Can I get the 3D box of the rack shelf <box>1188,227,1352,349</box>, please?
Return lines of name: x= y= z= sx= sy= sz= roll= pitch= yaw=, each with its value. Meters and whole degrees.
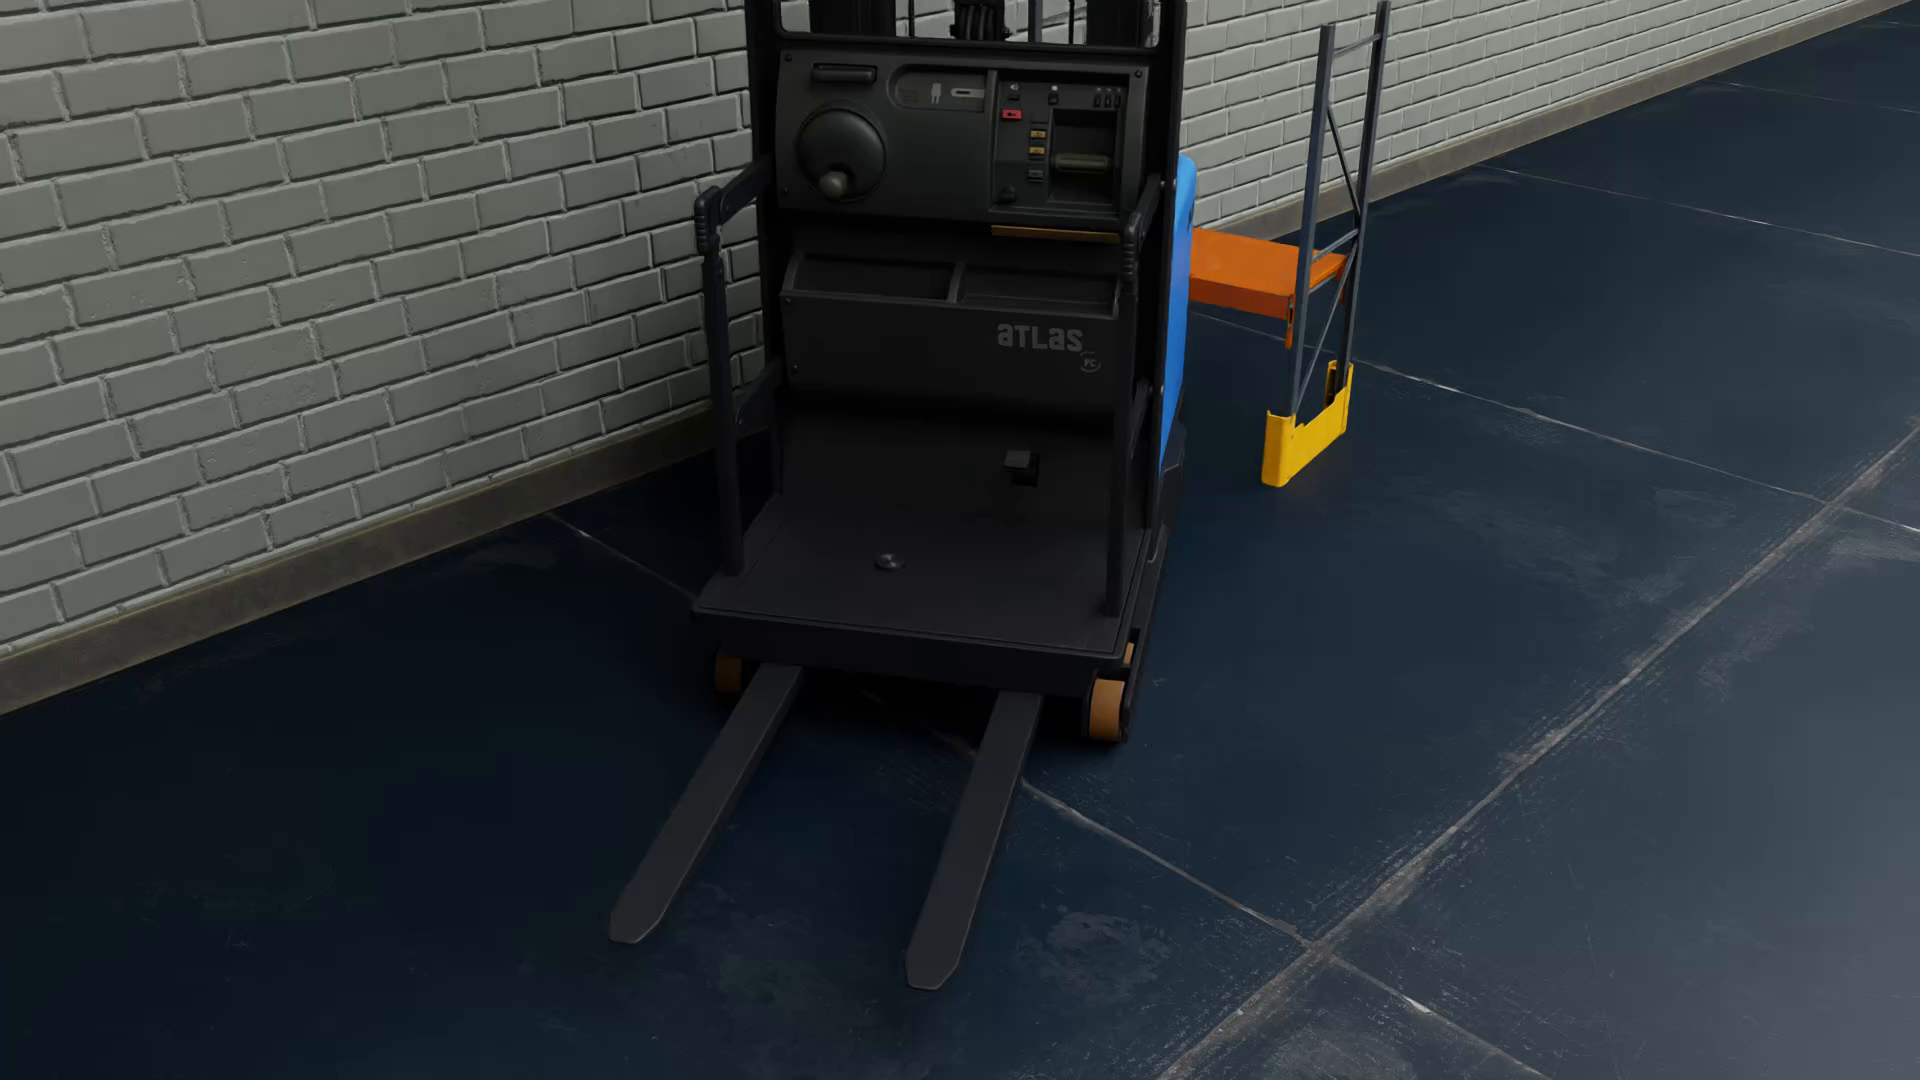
rack shelf: x=0.799 y=-0.931 z=5.795 sx=1.000 sy=0.185 sz=0.538 roll=17 pitch=32 yaw=29

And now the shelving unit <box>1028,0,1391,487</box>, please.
shelving unit: x=0.792 y=-1.092 z=5.716 sx=1.083 sy=1.500 sz=0.587 roll=17 pitch=32 yaw=29

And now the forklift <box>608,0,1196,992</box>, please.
forklift: x=-0.048 y=-0.968 z=3.942 sx=1.130 sy=2.935 sz=3.031 roll=6 pitch=28 yaw=11

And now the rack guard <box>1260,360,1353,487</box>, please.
rack guard: x=1.206 y=-0.411 z=5.762 sx=0.087 sy=0.250 sz=0.587 roll=17 pitch=32 yaw=29

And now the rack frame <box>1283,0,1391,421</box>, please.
rack frame: x=1.222 y=-0.959 z=5.462 sx=0.032 sy=1.500 sz=0.500 roll=17 pitch=32 yaw=29

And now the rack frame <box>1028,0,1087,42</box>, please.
rack frame: x=0.376 y=-1.221 z=5.961 sx=0.032 sy=1.500 sz=0.500 roll=17 pitch=32 yaw=29
